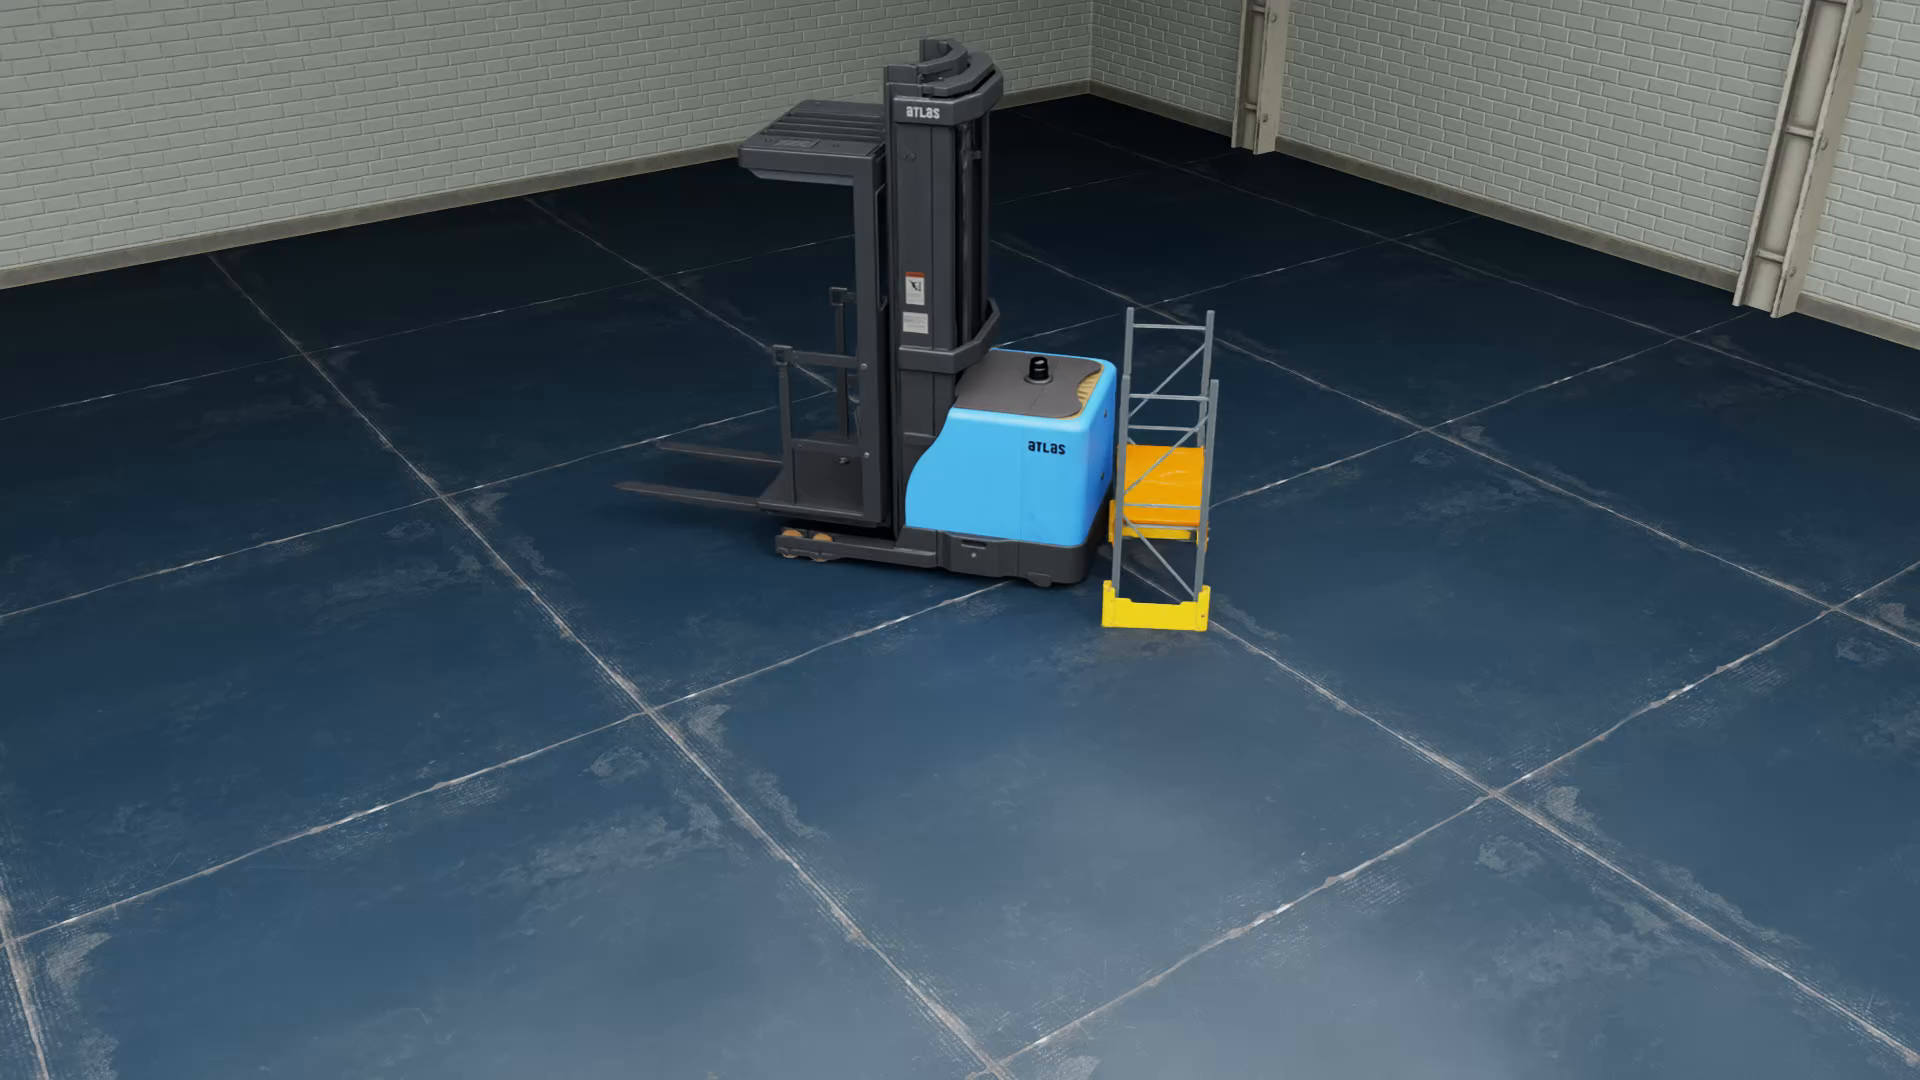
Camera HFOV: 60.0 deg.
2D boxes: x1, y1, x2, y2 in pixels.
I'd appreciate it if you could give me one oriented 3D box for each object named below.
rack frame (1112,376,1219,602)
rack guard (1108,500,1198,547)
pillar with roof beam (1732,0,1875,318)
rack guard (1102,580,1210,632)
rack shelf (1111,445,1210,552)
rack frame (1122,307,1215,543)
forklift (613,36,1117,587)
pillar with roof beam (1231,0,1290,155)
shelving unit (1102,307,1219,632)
[{"bbox_3d":[1.095,-0.180,9.009,0.500,1.500,0.032,3,29,6],"label":"rack frame"},{"bbox_3d":[1.206,-0.103,10.178,0.587,0.250,0.087,3,29,6],"label":"rack guard"},{"bbox_3d":[3.170,-4.694,9.463,9.100,9.000,0.400,-19,34,-31],"label":"pillar with roof beam"},{"bbox_3d":[1.095,0.369,9.308,0.587,0.250,0.087,3,29,6],"label":"rack guard"},{"bbox_3d":[1.151,-0.263,9.539,0.538,0.185,1.000,3,29,6],"label":"rack shelf"},{"bbox_3d":[1.208,-0.662,9.897,0.500,1.500,0.032,3,29,6],"label":"rack frame"},{"bbox_3d":[-0.621,-1.390,9.738,3.031,2.935,1.130,7,29,13],"label":"forklift"},{"bbox_3d":[-0.311,-7.026,13.758,9.100,9.000,0.400,-19,34,-31],"label":"pillar with roof beam"},{"bbox_3d":[1.150,-0.416,9.445,0.587,1.500,1.083,3,29,6],"label":"shelving unit"}]
